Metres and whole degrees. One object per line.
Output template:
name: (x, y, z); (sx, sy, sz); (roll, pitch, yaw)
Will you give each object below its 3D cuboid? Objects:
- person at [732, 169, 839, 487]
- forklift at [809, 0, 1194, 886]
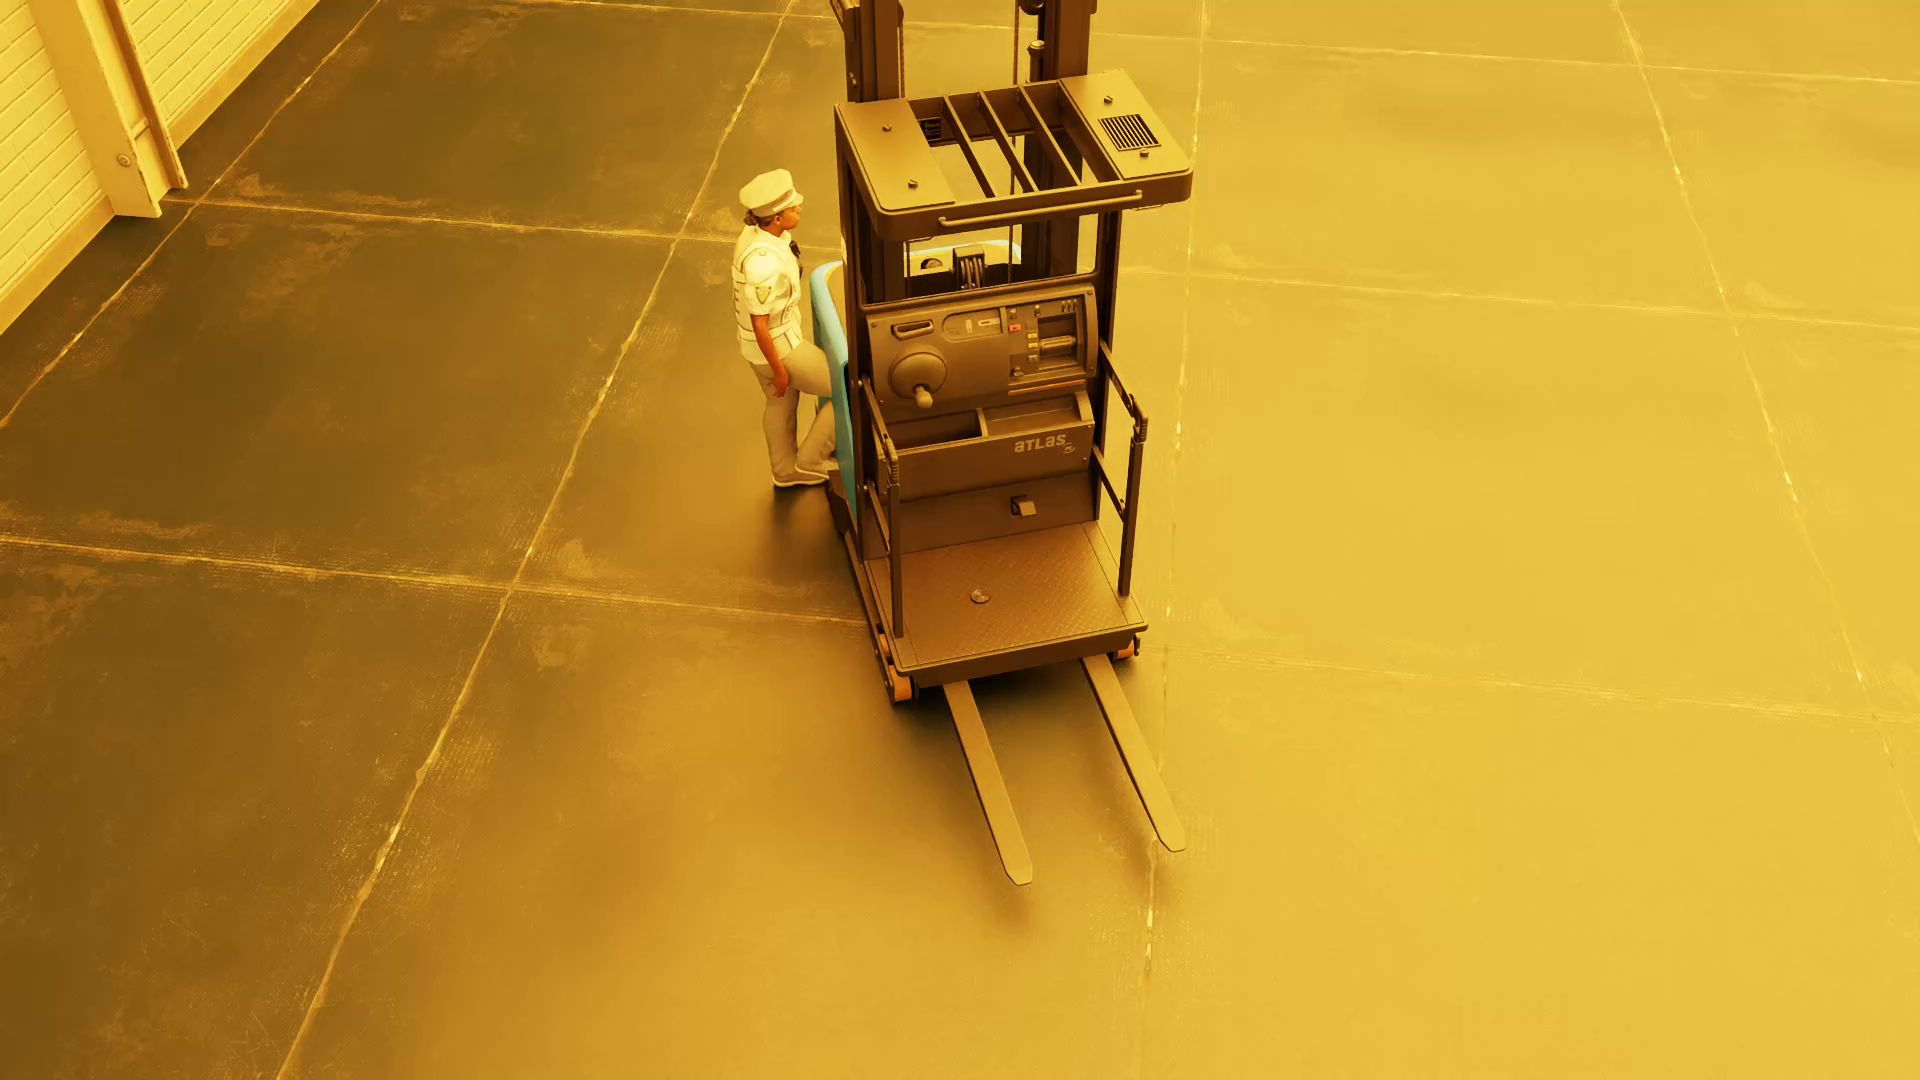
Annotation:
person: (-0.729, -0.893, 7.608); (0.567, 1.685, 0.573); (-5, 43, -5)
forklift: (0.153, -0.681, 6.465); (1.130, 2.935, 3.031); (-10, 44, -11)
